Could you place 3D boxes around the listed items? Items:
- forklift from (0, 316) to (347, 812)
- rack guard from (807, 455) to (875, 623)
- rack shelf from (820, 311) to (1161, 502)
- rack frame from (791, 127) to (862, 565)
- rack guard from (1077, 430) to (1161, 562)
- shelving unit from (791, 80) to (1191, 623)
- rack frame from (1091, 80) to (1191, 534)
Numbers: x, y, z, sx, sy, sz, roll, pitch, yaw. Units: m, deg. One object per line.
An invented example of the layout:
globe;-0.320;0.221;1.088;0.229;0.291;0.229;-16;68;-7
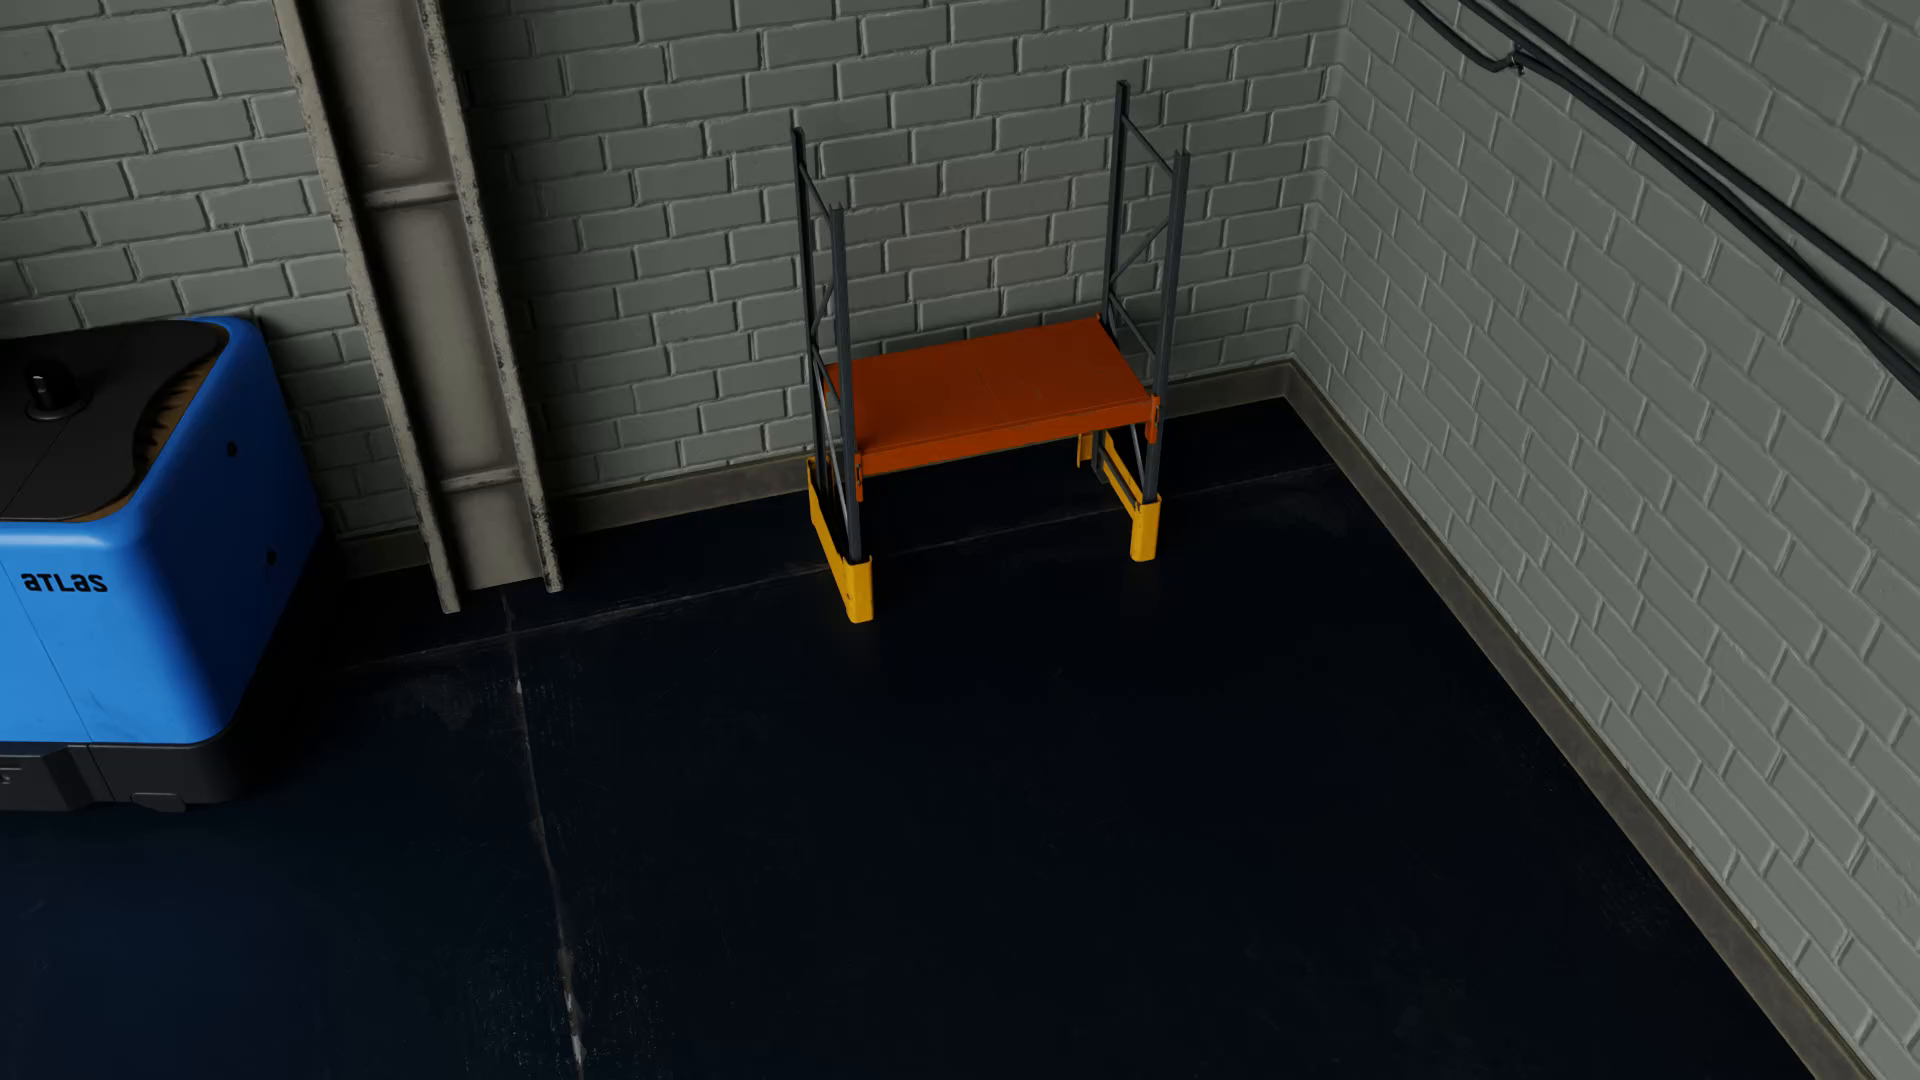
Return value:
forklift;-3.549;-0.656;4.274;3.031;2.935;1.130;1;41;1
rack guard;-0.402;-0.011;5.572;0.087;0.250;0.587;-12;42;-13
rack shelf;0.081;-0.446;5.394;1.000;0.185;0.538;-12;42;-13
rack frame;-0.404;-0.481;5.161;0.032;1.500;0.500;-12;42;-13
rack guard;0.548;-0.208;5.798;0.087;0.250;0.587;-12;42;-13
shelving unit;0.073;-0.580;5.274;1.083;1.500;0.587;-12;42;-13
rack frame;0.566;-0.682;5.391;0.032;1.500;0.500;-12;42;-13
